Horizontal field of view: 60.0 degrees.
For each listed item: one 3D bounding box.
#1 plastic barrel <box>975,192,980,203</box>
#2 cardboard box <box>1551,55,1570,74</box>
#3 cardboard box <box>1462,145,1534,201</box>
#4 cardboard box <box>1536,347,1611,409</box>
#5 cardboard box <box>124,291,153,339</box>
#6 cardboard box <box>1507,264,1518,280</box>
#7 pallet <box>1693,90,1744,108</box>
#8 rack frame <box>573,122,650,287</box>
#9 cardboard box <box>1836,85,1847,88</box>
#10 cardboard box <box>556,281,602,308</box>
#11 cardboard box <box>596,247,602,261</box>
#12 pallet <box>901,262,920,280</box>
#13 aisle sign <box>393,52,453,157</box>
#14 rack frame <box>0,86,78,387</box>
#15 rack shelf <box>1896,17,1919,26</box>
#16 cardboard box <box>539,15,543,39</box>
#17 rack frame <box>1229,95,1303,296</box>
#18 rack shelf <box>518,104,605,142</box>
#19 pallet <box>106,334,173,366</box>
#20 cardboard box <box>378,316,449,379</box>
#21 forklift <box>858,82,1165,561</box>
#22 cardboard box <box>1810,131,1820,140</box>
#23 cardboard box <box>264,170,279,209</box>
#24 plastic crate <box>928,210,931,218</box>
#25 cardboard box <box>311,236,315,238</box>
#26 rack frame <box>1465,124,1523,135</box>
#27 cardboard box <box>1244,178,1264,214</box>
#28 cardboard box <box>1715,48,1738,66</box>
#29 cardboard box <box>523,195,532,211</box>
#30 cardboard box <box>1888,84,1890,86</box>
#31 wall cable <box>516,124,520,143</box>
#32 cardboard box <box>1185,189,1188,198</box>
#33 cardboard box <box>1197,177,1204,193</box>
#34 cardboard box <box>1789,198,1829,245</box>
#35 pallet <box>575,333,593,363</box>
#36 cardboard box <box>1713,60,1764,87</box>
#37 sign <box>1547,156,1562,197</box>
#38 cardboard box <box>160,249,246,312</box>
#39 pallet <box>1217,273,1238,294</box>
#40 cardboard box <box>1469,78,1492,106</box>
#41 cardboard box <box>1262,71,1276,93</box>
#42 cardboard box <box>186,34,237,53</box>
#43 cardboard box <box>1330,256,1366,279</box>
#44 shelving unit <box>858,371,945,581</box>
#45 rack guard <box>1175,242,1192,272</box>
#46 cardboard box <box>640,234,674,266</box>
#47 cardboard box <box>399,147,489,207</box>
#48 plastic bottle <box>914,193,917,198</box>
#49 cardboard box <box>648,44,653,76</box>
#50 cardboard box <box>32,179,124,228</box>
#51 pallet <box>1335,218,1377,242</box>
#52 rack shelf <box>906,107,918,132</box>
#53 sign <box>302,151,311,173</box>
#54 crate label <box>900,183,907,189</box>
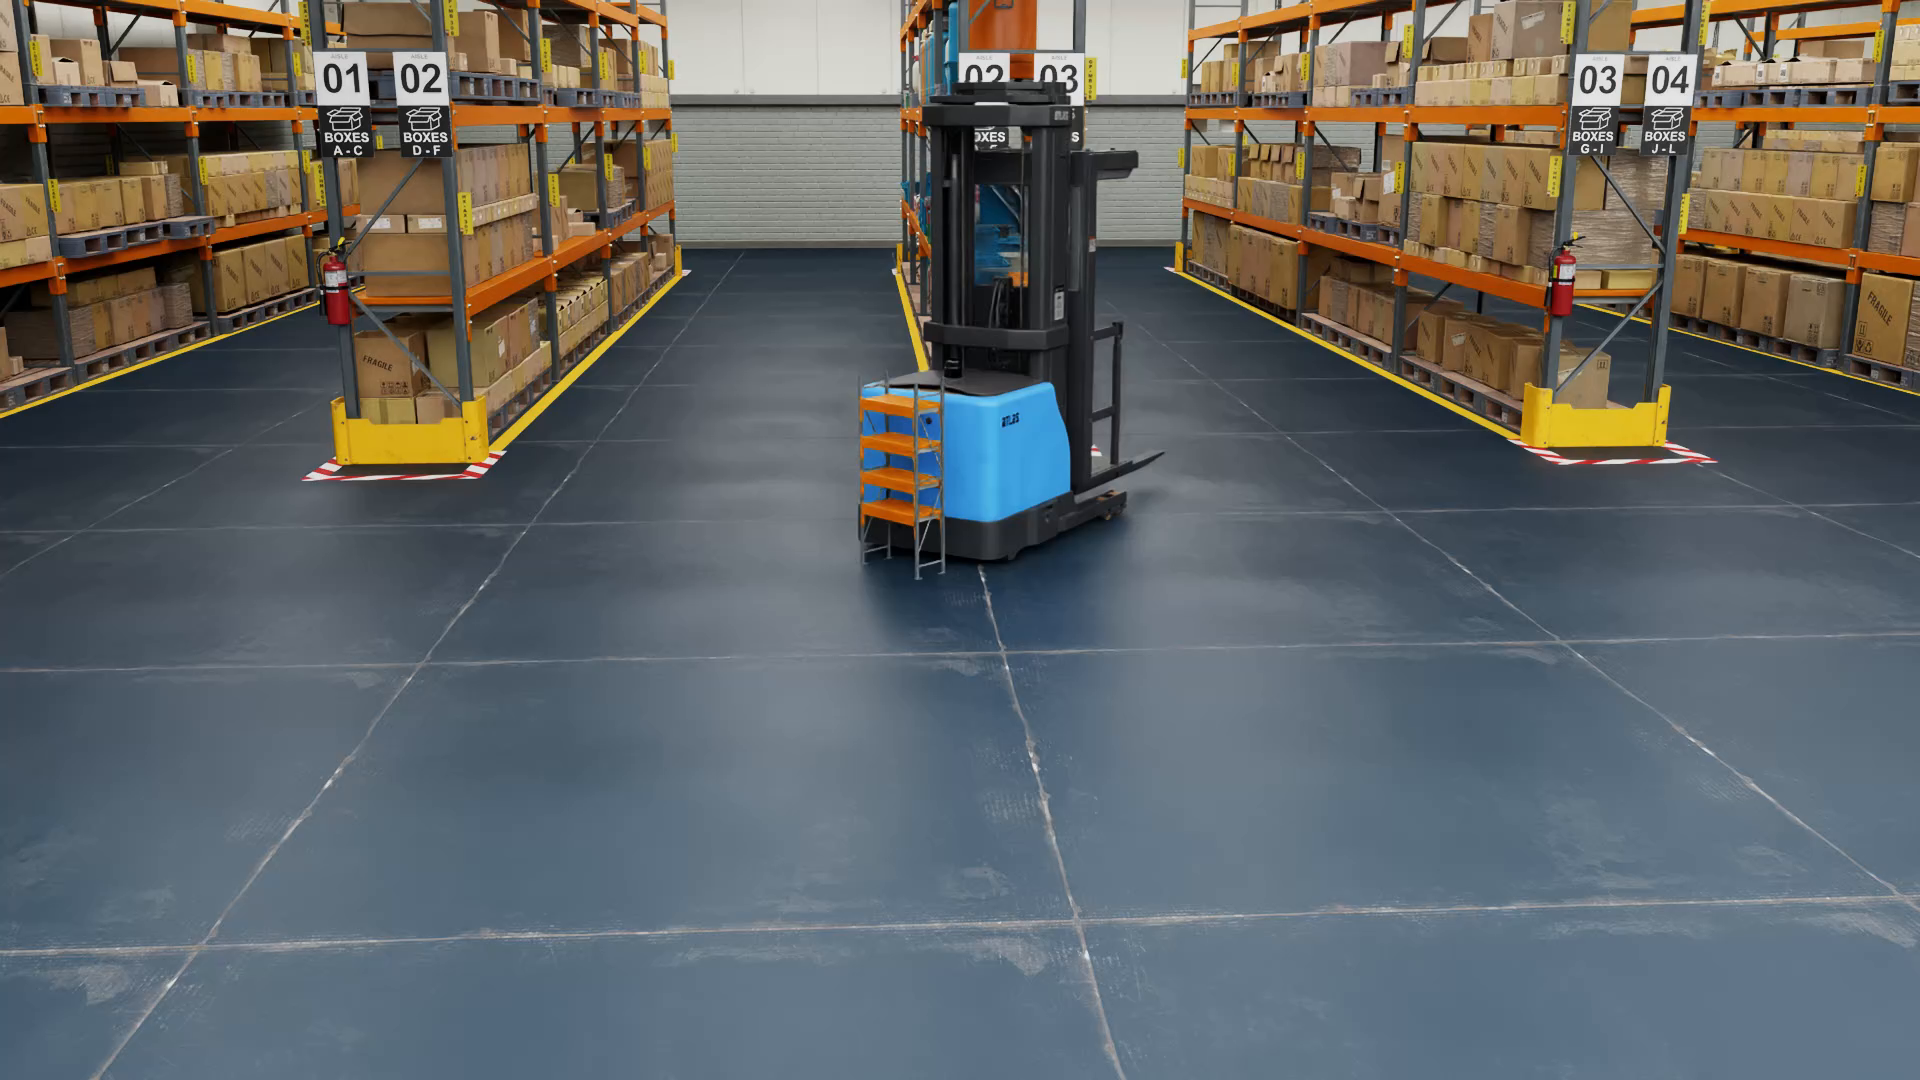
[{"bbox_3d":[0.322,-3.783,19.436,0.433,0.535,0.433,0,14,0],"label":"plastic barrel"},{"bbox_3d":[5.097,-3.905,13.663,0.380,0.149,0.250,-1,14,-3],"label":"cardboard box"},{"bbox_3d":[5.057,-3.450,15.611,0.500,0.500,0.500,-1,14,-3],"label":"cardboard box"},{"bbox_3d":[5.404,-1.416,14.682,0.500,0.500,0.500,2,15,7],"label":"cardboard box"},{"bbox_3d":[-9.829,-2.599,19.240,0.700,0.500,0.500,-1,14,-4],"label":"cardboard box"},{"bbox_3d":[5.121,-2.399,14.836,0.380,0.149,0.250,-1,14,-3],"label":"cardboard box"},{"bbox_3d":[9.980,-5.510,20.782,1.213,0.211,1.003,0,14,-1],"label":"pallet"},{"bbox_3d":[-5.205,-5.100,24.827,1.000,3.000,0.127,-1,14,-3],"label":"rack frame"},{"bbox_3d":[14.198,-7.207,26.459,0.380,0.149,0.250,-1,14,-2],"label":"cardboard box"},{"bbox_3d":[-4.640,-2.993,20.187,0.500,0.311,0.500,-1,14,-4],"label":"cardboard box"},{"bbox_3d":[-5.356,-4.093,23.541,0.500,0.250,0.500,-1,14,-3],"label":"cardboard box"},{"bbox_3d":[-0.496,-4.614,28.535,1.003,0.211,1.213,-1,14,-3],"label":"pallet"},{"bbox_3d":[-4.152,-3.363,12.859,0.394,0.787,0.004,-1,14,-3],"label":"aisle sign"},{"bbox_3d":[-9.653,-3.033,16.793,1.000,3.000,0.127,-1,14,-3],"label":"rack frame"},{"bbox_3d":[14.698,-7.270,23.471,1.077,0.370,4.000,-1,14,-3],"label":"rack shelf"},{"bbox_3d":[-4.766,-5.352,17.741,0.500,0.500,0.500,1,14,2],"label":"cardboard box"},{"bbox_3d":[4.683,-5.252,25.418,1.000,3.000,0.127,-1,14,-3],"label":"rack frame"},{"bbox_3d":[-4.833,-4.712,18.743,1.077,0.370,4.000,-1,14,-3],"label":"rack shelf"},{"bbox_3d":[-9.781,-2.180,19.075,1.003,0.211,1.213,-1,14,-3],"label":"pallet"},{"bbox_3d":[-4.868,-1.727,14.891,0.500,0.500,0.500,-1,14,-3],"label":"cardboard box"},{"bbox_3d":[0.523,-1.607,11.389,1.130,2.935,3.031,8,17,29],"label":"forklift"},{"bbox_3d":[14.221,-6.642,27.312,0.380,0.149,0.250,-1,14,-5],"label":"cardboard box"},{"bbox_3d":[-9.804,-4.862,23.064,0.500,0.500,0.500,-1,14,-3],"label":"cardboard box"},{"bbox_3d":[-0.144,-3.447,18.437,0.392,0.384,0.575,-1,14,-3],"label":"plastic crate"},{"bbox_3d":[-10.334,-4.674,26.045,0.380,0.149,0.250,-1,14,-5],"label":"cardboard box"},{"bbox_3d":[9.392,-6.298,29.484,1.000,3.000,0.127,-1,14,-3],"label":"rack frame"},{"bbox_3d":[4.494,-5.057,24.460,0.500,0.500,0.500,-1,14,-3],"label":"cardboard box"},{"bbox_3d":[10.105,-6.413,22.175,0.396,0.266,0.258,-1,14,-3],"label":"cardboard box"},{"bbox_3d":[-4.465,-3.347,16.512,0.380,0.149,0.250,-1,14,-5],"label":"cardboard box"},{"bbox_3d":[14.255,-6.866,25.098,0.396,0.266,0.258,-1,14,-4],"label":"cardboard box"},{"bbox_3d":[-10.390,-8.831,33.520,3.097,2.526,0.112,-1,14,-3],"label":"wall cable"},{"bbox_3d":[4.128,-6.031,28.952,0.380,0.149,0.250,-1,14,-3],"label":"cardboard box"},{"bbox_3d":[4.262,-5.940,27.797,0.500,0.250,0.500,-1,14,-5],"label":"cardboard box"},{"bbox_3d":[9.805,-3.613,18.849,0.500,0.500,0.500,-1,14,-4],"label":"cardboard box"},{"bbox_3d":[-4.872,-2.246,19.333,1.003,0.211,1.213,-1,14,-3],"label":"pallet"},{"bbox_3d":[9.713,-5.786,20.611,0.500,0.311,0.500,-1,14,-3],"label":"cardboard box"},{"bbox_3d":[4.871,-2.977,13.621,0.100,0.325,0.005,-1,14,-3],"label":"sign"},{"bbox_3d":[-9.816,-3.375,21.594,0.750,0.750,0.750,-1,14,-4],"label":"cardboard box"},{"bbox_3d":[4.714,-4.091,26.505,1.003,0.211,1.213,-1,14,-3],"label":"pallet"},{"bbox_3d":[5.049,-4.140,15.378,0.500,0.250,0.500,-1,14,-4],"label":"cardboard box"},{"bbox_3d":[4.661,-6.590,23.937,0.500,0.311,0.500,-1,14,-5],"label":"cardboard box"},{"bbox_3d":[-10.176,-6.742,22.600,0.500,0.250,0.500,-1,14,-5],"label":"cardboard box"},{"bbox_3d":[5.002,-3.456,21.069,0.500,0.250,0.500,0,14,-1],"label":"cardboard box"},{"bbox_3d":[-0.356,-0.400,10.173,0.503,1.200,0.258,14,20,43],"label":"shelving unit"},{"bbox_3d":[4.433,-5.042,29.619,1.175,0.500,0.348,-1,14,-3],"label":"rack guard"},{"bbox_3d":[-5.173,-4.965,28.439,0.500,0.500,0.500,-1,14,-3],"label":"cardboard box"},{"bbox_3d":[-4.551,-3.177,14.552,0.700,0.500,0.500,-1,14,-3],"label":"cardboard box"},{"bbox_3d":[-0.656,-4.988,24.626,0.061,0.283,0.133,-1,14,-3],"label":"plastic bottle"},{"bbox_3d":[-5.320,-7.704,26.721,0.700,0.500,0.500,-1,14,-3],"label":"cardboard box"},{"bbox_3d":[-9.750,-3.724,18.395,0.700,0.500,0.500,1,14,4],"label":"cardboard box"},{"bbox_3d":[5.094,-3.672,19.664,1.003,0.211,1.213,-1,14,-3],"label":"pallet"},{"bbox_3d":[-0.137,-5.782,22.903,1.077,0.370,4.000,-1,14,-3],"label":"rack shelf"},{"bbox_3d":[-9.608,-5.555,24.433,0.100,0.325,0.005,-1,14,-3],"label":"sign"},{"bbox_3d":[-0.822,-6.051,28.742,0.416,0.233,0.303,-1,14,-3],"label":"crate label"}]
